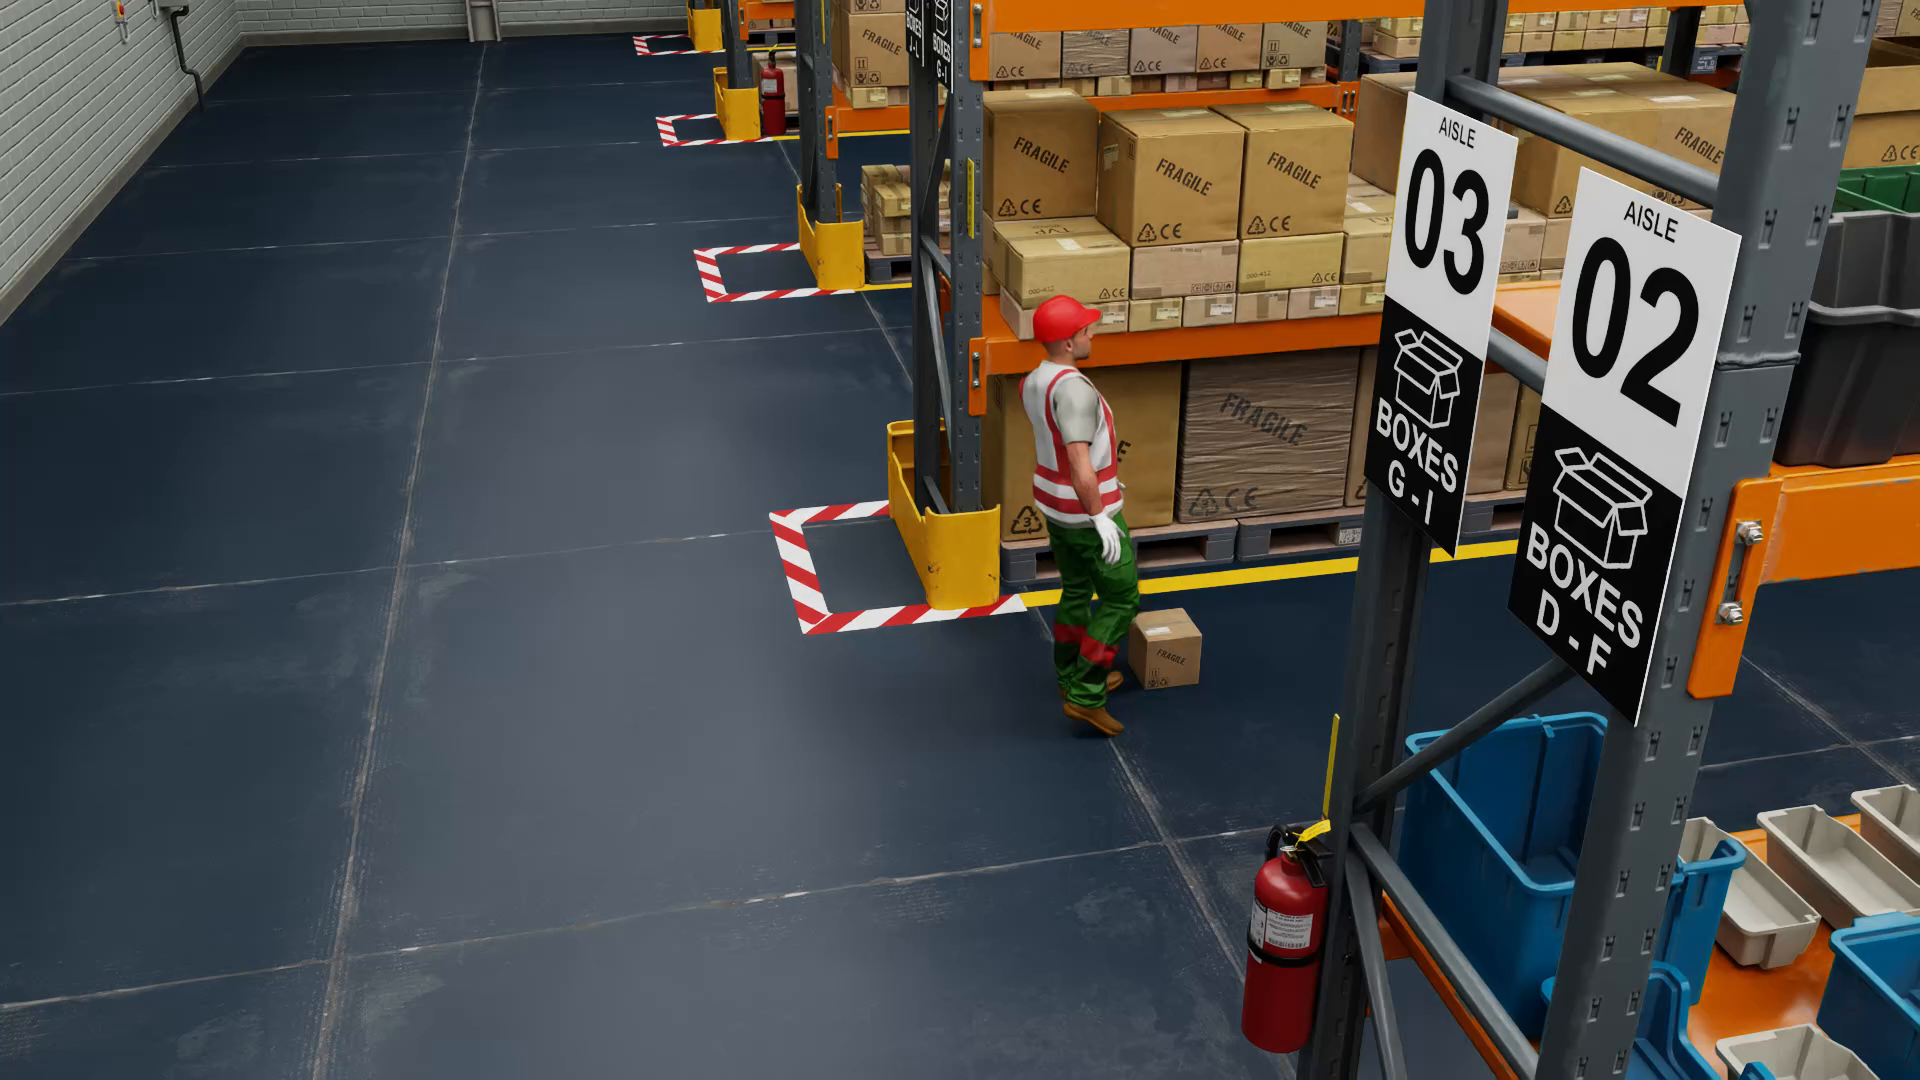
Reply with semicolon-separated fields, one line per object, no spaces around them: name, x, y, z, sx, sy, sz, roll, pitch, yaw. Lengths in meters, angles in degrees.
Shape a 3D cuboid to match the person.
person;0.547;-0.100;6.825;0.492;1.812;0.707;-14;30;-25
